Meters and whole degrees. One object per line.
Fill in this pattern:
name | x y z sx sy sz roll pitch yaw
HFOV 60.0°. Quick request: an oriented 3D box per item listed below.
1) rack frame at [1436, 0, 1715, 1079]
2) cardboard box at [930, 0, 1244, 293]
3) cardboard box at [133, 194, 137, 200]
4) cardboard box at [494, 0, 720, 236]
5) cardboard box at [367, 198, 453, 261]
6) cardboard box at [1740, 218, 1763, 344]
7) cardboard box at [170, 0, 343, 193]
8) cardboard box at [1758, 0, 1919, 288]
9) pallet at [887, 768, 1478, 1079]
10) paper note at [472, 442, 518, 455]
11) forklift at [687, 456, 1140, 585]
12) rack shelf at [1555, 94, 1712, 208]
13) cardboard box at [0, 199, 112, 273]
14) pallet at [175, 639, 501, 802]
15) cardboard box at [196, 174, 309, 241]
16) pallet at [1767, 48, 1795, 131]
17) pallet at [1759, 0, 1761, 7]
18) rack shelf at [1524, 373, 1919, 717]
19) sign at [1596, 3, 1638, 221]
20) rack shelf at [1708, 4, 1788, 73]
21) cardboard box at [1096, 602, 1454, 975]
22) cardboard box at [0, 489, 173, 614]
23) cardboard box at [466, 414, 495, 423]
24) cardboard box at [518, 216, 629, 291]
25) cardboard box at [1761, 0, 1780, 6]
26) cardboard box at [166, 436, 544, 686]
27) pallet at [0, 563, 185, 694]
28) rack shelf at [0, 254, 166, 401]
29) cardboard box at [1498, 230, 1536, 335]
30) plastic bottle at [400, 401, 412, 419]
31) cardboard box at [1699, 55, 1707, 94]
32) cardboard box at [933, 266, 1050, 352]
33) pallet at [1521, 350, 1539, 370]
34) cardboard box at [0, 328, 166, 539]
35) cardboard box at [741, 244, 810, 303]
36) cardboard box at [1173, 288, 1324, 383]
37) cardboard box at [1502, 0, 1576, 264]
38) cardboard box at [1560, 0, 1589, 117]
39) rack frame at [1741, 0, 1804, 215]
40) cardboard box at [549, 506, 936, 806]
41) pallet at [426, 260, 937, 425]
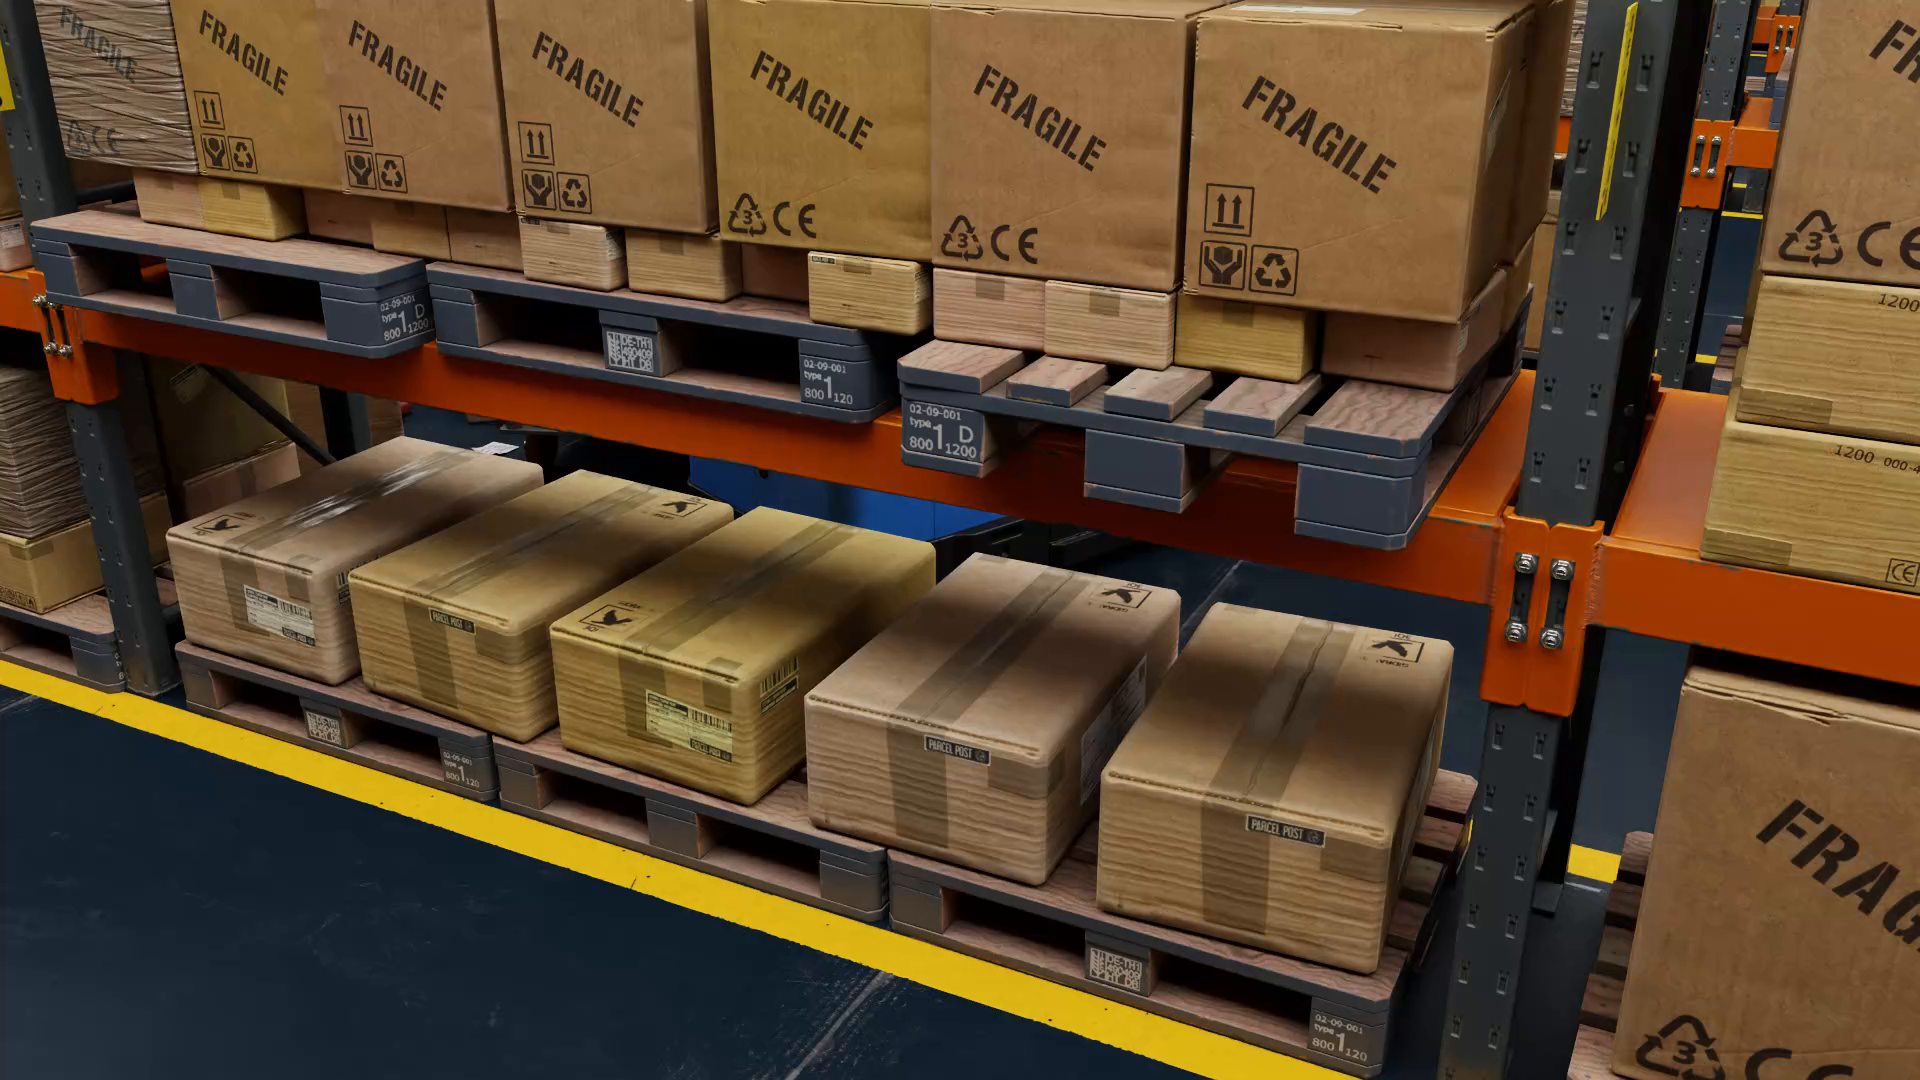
rack frame | 1.273 -0.369 3.284 0.127 3.000 1.000 11 25 25
cardboard box | 0.275 -0.815 3.290 0.500 0.500 0.500 11 25 24
cardboard box | -2.433 -1.127 5.388 0.250 0.149 0.380 11 25 24
cardboard box | -0.662 -1.001 3.726 0.500 0.500 0.500 10 25 22
cardboard box | -1.229 -0.814 4.116 0.250 0.149 0.380 12 26 25
cardboard box | 1.820 -0.533 3.223 0.500 0.250 0.500 11 25 24
cardboard box | -1.561 -1.180 4.147 0.500 0.500 0.500 11 26 25
cardboard box | 1.603 -0.702 2.663 0.500 0.500 0.500 10 25 23
pallet | 0.576 0.776 4.155 1.213 0.211 1.003 11 25 25
paper note | -2.000 -0.398 7.147 0.142 0.019 0.148 11 25 25
forklift | 0.484 -1.502 6.037 3.031 2.935 1.130 -18 29 -35
rack shelf | 1.631 -2.137 8.362 4.000 0.370 1.077 11 25 25
cardboard box | -2.721 -0.910 4.877 0.250 0.149 0.380 11 25 24
pallet | -1.602 0.345 5.168 1.213 0.211 1.003 11 25 25
cardboard box | -1.727 -0.897 4.312 0.250 0.149 0.380 12 26 26
pallet | 4.100 -1.938 7.220 1.003 0.211 1.213 11 25 25
pallet | 5.060 -3.830 11.668 1.003 0.211 1.213 11 25 25
rack shelf | 3.058 0.316 2.594 4.000 0.370 1.077 11 25 25
sign | 1.036 -0.674 2.623 0.005 0.325 0.100 11 25 25
rack shelf | 3.959 -3.852 12.393 4.000 0.370 1.077 11 25 25
cardboard box | 0.773 0.544 3.959 0.625 0.372 0.950 9 25 21
cardboard box | -2.946 -0.013 5.425 0.500 0.250 0.500 12 26 27
cardboard box | -2.056 -0.710 7.581 0.396 0.266 0.258 -5 24 -12
cardboard box | -0.796 -0.705 3.859 0.250 0.149 0.380 12 26 27
cardboard box | 9.639 -6.481 19.918 0.500 0.311 0.500 12 26 26
cardboard box | -1.828 0.033 5.161 0.625 0.372 0.950 12 26 25
pallet | -2.912 0.102 5.740 1.213 0.211 1.003 11 25 25
rack shelf | -4.082 -1.097 5.916 4.000 0.370 1.077 11 25 25
cardboard box | 1.067 -0.568 3.538 0.250 0.149 0.380 10 25 22
plastic bottle | -2.602 -0.605 7.596 0.283 0.061 0.133 16 28 33
cardboard box | 5.133 -3.335 11.932 0.500 0.250 0.500 12 26 27
cardboard box | 0.136 -0.520 3.424 0.250 0.149 0.380 10 25 22
pallet | 2.746 -0.997 8.326 1.213 0.211 1.003 11 25 25
cardboard box | -2.946 -0.359 5.279 0.500 0.500 0.500 11 25 24
cardboard box | -0.283 -0.652 3.735 0.250 0.149 0.380 11 26 25
cardboard box | 0.602 -0.444 3.245 0.250 0.149 0.380 12 26 25
cardboard box | 0.976 -0.905 3.501 0.500 0.500 0.500 10 25 23
cardboard box | 2.893 -2.147 7.338 0.500 0.500 0.500 11 25 25
rack frame | 5.744 -3.830 11.422 0.127 3.000 1.000 11 25 25
cardboard box | -0.563 0.281 4.578 0.625 0.372 0.950 12 26 26
pallet | -0.512 -0.616 4.110 1.213 0.211 1.003 11 25 25
